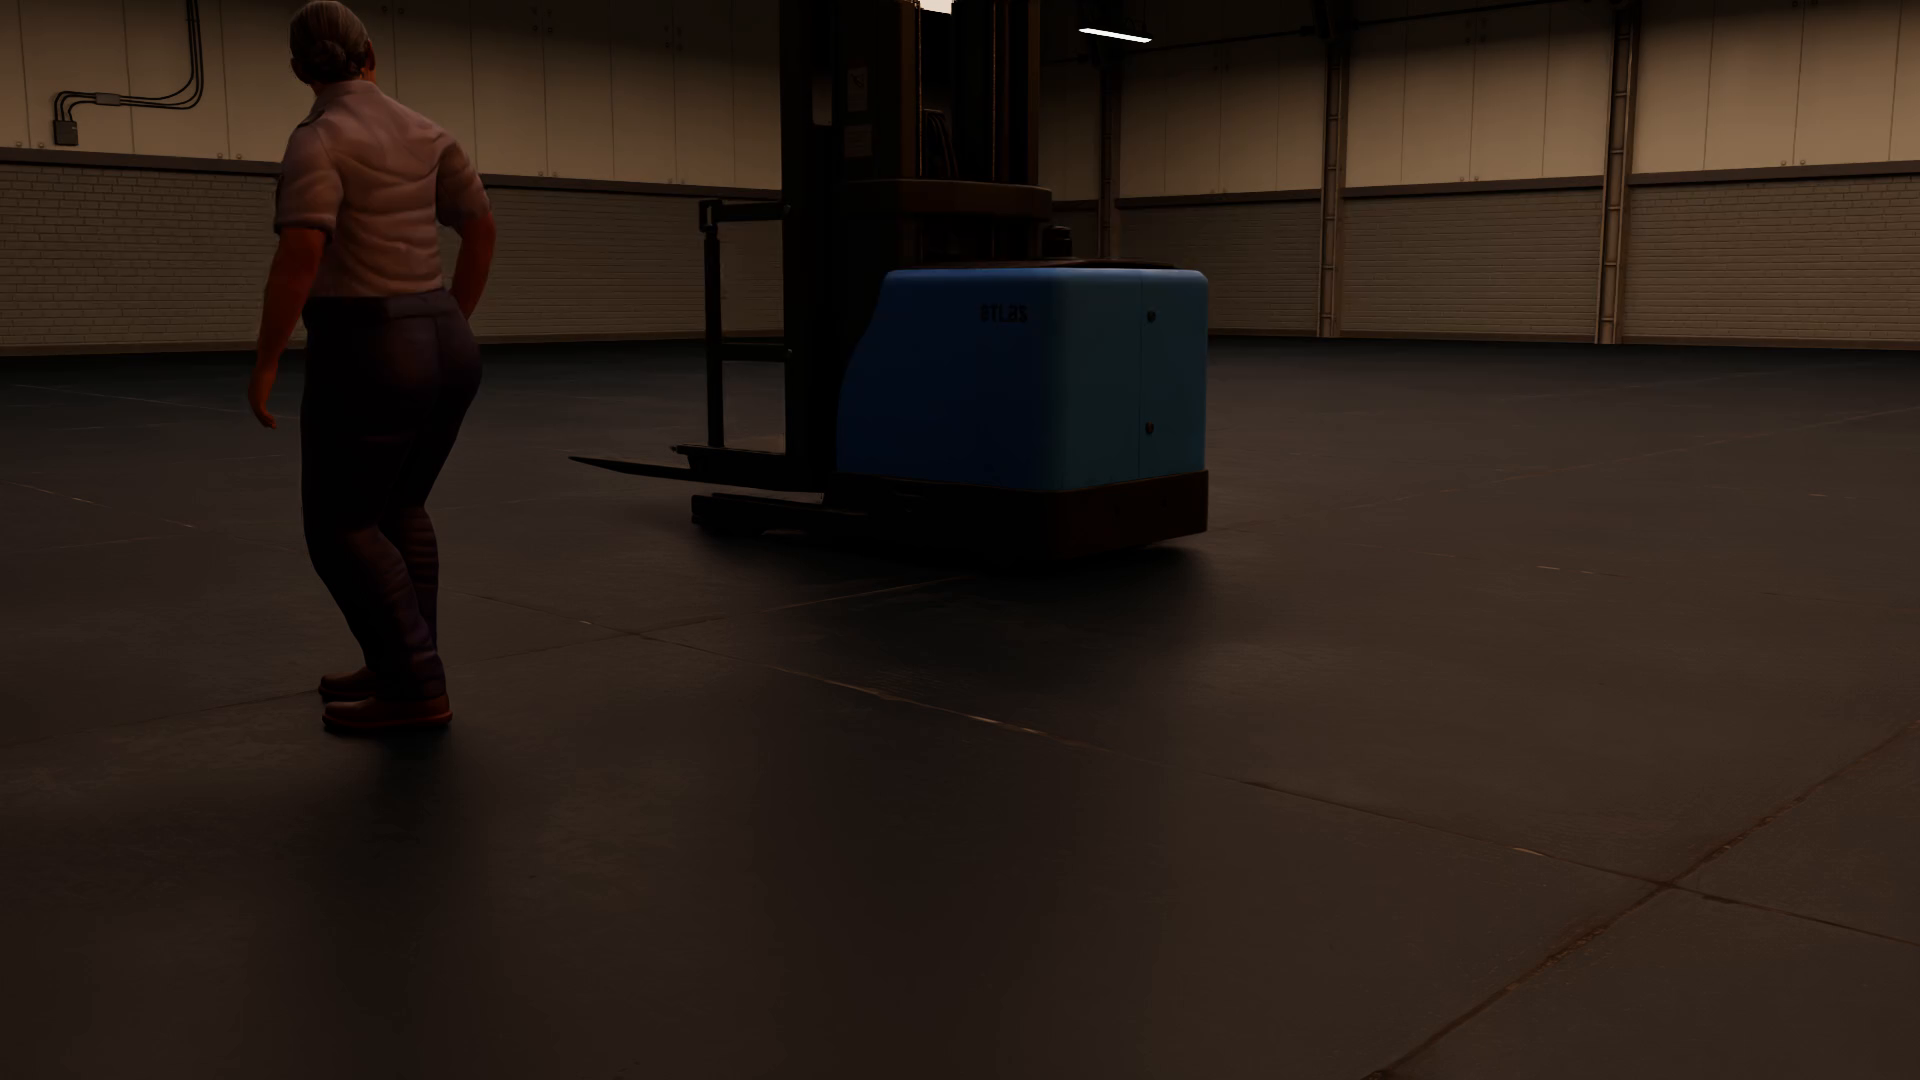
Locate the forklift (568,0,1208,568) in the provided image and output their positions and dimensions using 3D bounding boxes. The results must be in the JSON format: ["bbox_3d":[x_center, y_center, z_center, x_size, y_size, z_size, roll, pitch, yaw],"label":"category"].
[{"bbox_3d":[-0.481,-1.508,6.889,3.031,2.935,1.130,7,11,40],"label":"forklift"}]

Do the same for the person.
[{"bbox_3d":[-1.398,-0.387,3.820,0.489,1.634,0.686,2,9,16],"label":"person"}]
